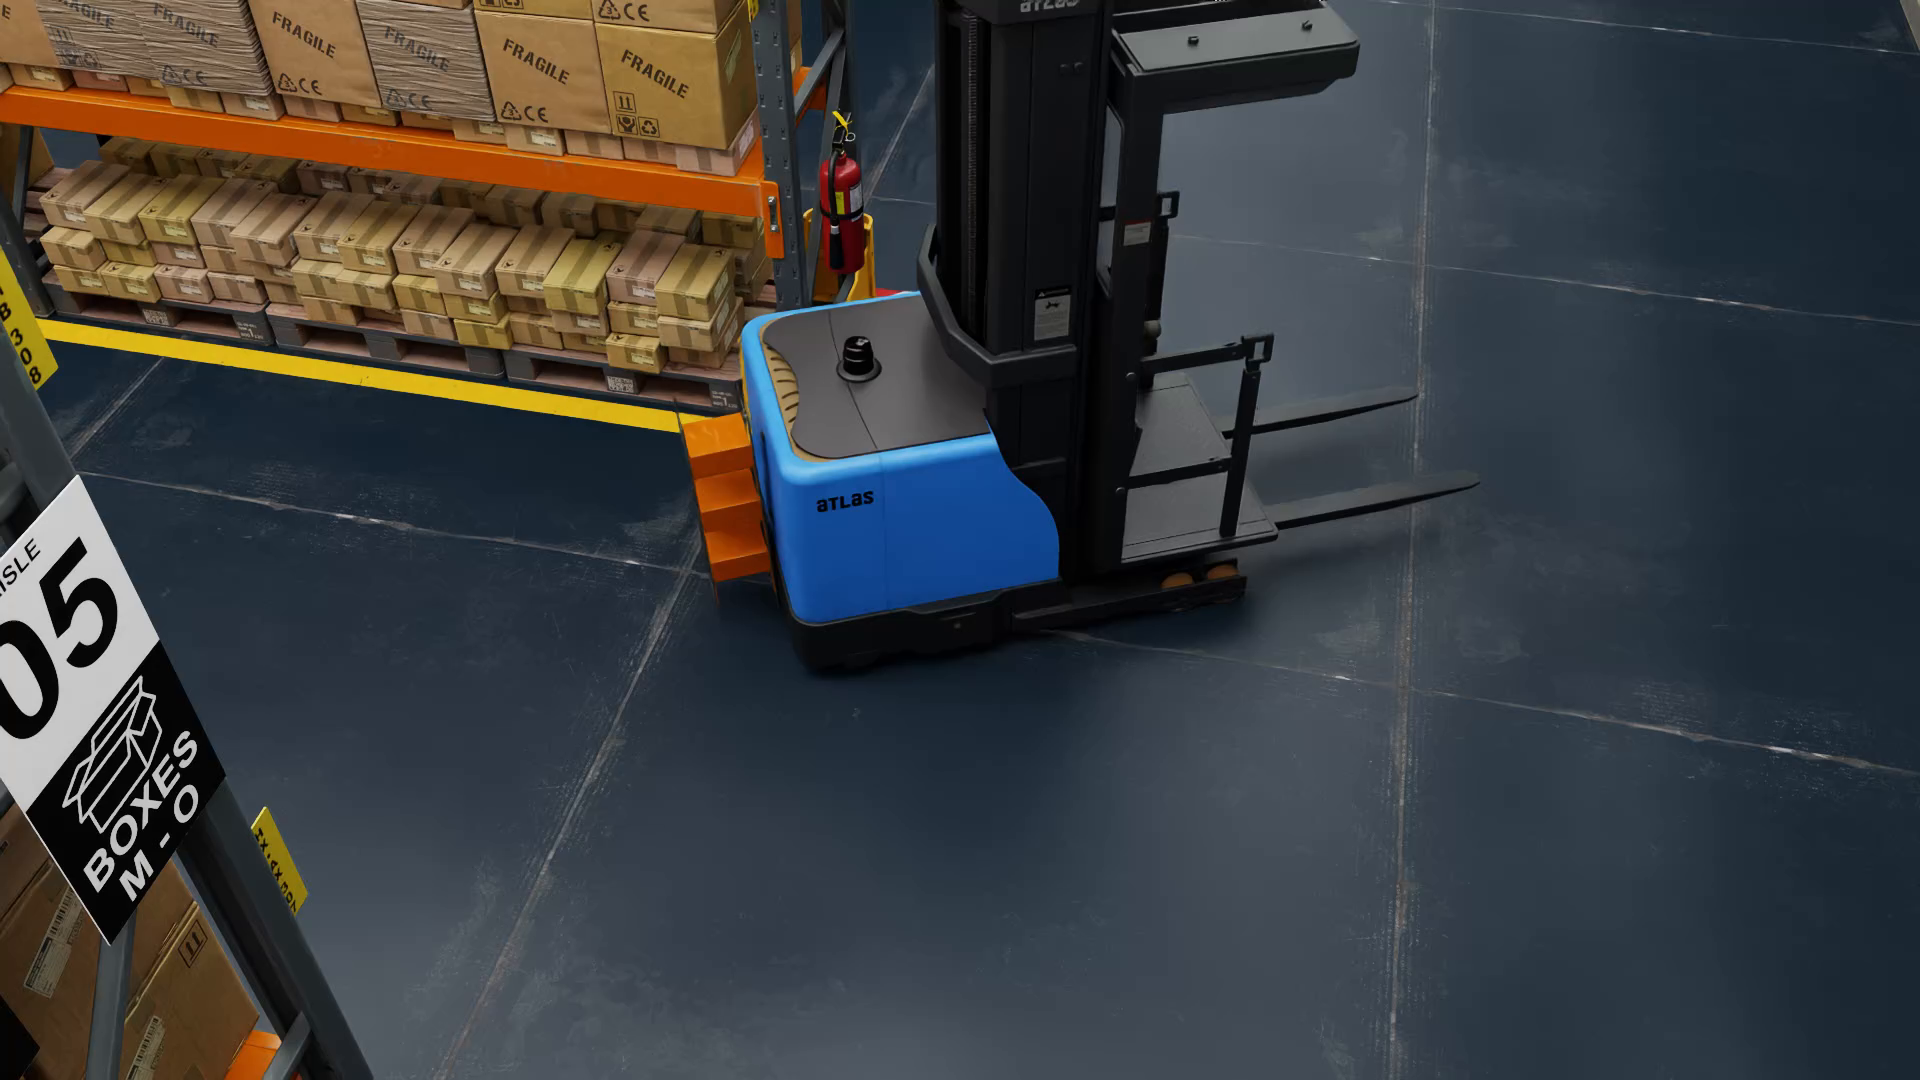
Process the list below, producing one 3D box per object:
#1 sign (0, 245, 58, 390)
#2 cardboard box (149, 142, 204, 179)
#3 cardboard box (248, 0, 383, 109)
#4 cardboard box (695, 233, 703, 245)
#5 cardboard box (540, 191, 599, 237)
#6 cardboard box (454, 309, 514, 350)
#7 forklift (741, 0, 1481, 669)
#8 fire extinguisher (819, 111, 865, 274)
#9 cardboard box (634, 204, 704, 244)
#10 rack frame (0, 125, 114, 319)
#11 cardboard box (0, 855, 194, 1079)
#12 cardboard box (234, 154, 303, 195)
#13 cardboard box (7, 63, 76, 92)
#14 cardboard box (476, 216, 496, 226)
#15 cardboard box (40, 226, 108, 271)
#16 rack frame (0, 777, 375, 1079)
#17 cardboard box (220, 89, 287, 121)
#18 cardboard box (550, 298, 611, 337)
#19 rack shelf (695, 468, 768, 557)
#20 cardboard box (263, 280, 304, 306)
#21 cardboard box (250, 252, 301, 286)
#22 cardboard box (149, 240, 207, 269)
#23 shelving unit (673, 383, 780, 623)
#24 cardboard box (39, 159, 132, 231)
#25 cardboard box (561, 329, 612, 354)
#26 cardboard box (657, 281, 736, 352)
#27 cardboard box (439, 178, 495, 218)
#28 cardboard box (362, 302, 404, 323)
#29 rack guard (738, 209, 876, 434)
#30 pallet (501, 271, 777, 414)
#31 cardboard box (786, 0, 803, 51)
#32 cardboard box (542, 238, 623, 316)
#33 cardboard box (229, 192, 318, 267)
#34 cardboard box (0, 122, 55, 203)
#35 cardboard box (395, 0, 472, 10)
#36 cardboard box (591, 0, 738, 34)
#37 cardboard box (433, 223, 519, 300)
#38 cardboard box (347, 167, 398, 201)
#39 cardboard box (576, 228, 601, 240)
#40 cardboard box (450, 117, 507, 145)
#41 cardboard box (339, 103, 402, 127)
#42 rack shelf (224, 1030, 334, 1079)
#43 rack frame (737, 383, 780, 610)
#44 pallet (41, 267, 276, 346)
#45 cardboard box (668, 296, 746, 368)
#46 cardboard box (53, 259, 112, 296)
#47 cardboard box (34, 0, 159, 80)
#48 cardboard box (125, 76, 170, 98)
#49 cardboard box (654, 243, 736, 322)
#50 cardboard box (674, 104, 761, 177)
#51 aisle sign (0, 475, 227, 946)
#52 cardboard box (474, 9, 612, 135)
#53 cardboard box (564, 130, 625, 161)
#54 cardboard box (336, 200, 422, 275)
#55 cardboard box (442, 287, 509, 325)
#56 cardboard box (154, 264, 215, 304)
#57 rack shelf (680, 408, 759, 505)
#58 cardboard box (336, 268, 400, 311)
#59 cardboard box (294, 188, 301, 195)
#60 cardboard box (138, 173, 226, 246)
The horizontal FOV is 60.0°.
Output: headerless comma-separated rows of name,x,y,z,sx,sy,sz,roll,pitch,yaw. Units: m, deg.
sign,-1.490,-0.366,2.577,0.005,0.325,0.100,9,45,9
cardboard box,-3.876,-1.987,8.435,0.250,0.149,0.380,9,45,10
cardboard box,-2.612,-2.204,7.050,0.500,0.500,0.500,11,45,11
cardboard box,-1.345,-1.496,8.140,0.250,0.149,0.380,9,45,9
cardboard box,-1.845,-1.647,8.082,0.250,0.149,0.380,7,44,7
cardboard box,-2.212,-1.088,7.931,0.250,0.149,0.380,7,44,7
forklift,0.696,-1.103,6.243,3.031,2.935,1.130,-10,45,-11
fire extinguisher,-0.489,-1.420,6.847,0.183,0.674,0.296,9,45,9
cardboard box,-1.367,-1.540,7.971,0.250,0.149,0.380,10,45,10
rack frame,-4.538,-2.538,7.684,0.127,3.000,1.000,9,45,9
cardboard box,-2.023,0.771,3.453,0.500,0.500,0.500,8,44,8
cardboard box,-3.395,-1.862,8.305,0.250,0.149,0.380,10,45,10
cardboard box,-4.065,-2.194,7.508,0.250,0.149,0.380,10,45,10
cardboard box,-2.383,-1.575,8.222,0.250,0.149,0.380,11,45,11
cardboard box,-4.254,-1.498,8.142,0.250,0.149,0.380,11,45,11
rack frame,-1.617,1.433,3.558,0.127,3.000,1.000,9,45,9
cardboard box,-3.037,-2.017,7.323,0.250,0.149,0.380,11,45,11
cardboard box,-1.719,-1.128,7.757,0.250,0.149,0.380,7,44,7
rack shelf,-0.912,-0.117,6.584,0.240,0.259,0.215,-13,45,-10
cardboard box,-3.210,-1.325,8.177,0.250,0.149,0.380,7,44,7
cardboard box,-3.216,-1.407,8.048,0.250,0.149,0.380,11,45,11
cardboard box,-3.742,-1.508,8.152,0.250,0.149,0.380,9,45,9
shelving unit,-0.913,-0.125,6.576,0.252,1.050,0.215,-13,45,-10
cardboard box,-4.247,-1.684,8.121,0.250,0.149,0.380,11,45,11
cardboard box,-1.706,-1.064,7.905,0.250,0.149,0.380,9,45,9
cardboard box,-1.212,-1.050,7.677,0.250,0.149,0.380,8,44,8
cardboard box,-2.360,-1.766,8.206,0.250,0.149,0.380,9,45,10
cardboard box,-2.705,-1.233,8.080,0.250,0.149,0.380,10,45,10
rack guard,-0.709,-1.043,7.933,0.348,0.500,1.175,9,45,9
pallet,-1.494,-1.086,8.186,1.213,0.211,1.003,9,45,9
cardboard box,-1.012,-2.330,7.182,0.500,0.500,0.500,11,45,11
cardboard box,-1.720,-1.210,7.628,0.250,0.149,0.380,8,44,8
cardboard box,-3.244,-1.479,7.908,0.250,0.149,0.380,10,45,10
cardboard box,-5.201,-2.080,8.708,0.500,0.500,0.500,10,45,11
cardboard box,-2.139,-2.486,6.622,0.500,0.500,0.500,11,45,11
cardboard box,-1.135,-2.337,6.467,0.500,0.500,0.500,8,44,8
cardboard box,-2.233,-1.295,7.716,0.250,0.149,0.380,10,45,11
cardboard box,-2.845,-1.851,8.294,0.250,0.149,0.380,7,44,8
cardboard box,-1.829,-1.586,8.233,0.250,0.149,0.380,10,45,10
cardboard box,-2.002,-1.873,7.174,0.250,0.149,0.380,7,44,7
cardboard box,-2.515,-1.984,7.289,0.250,0.149,0.380,10,45,10
rack shelf,-3.568,1.389,4.122,4.000,0.370,1.077,9,45,9
rack frame,-0.796,-0.151,6.597,0.008,1.050,0.200,-13,45,-10
pallet,-3.875,-1.456,8.570,1.213,0.211,1.003,9,45,9
cardboard box,-1.194,-0.995,7.834,0.250,0.149,0.380,10,45,10
cardboard box,-4.253,-1.390,8.244,0.250,0.149,0.380,7,44,7
cardboard box,-3.625,-2.366,7.218,0.500,0.500,0.500,9,45,9
cardboard box,-3.529,-2.144,7.456,0.250,0.149,0.380,7,44,7
cardboard box,-1.206,-1.179,7.596,0.250,0.149,0.380,9,45,10
cardboard box,-1.014,-1.700,6.994,0.250,0.149,0.380,9,45,9
aisle sign,-1.483,0.311,2.849,0.004,0.787,0.394,9,45,9
cardboard box,-1.631,-2.051,6.891,0.500,0.500,0.500,8,45,8
cardboard box,-1.497,-1.791,7.089,0.250,0.149,0.380,8,45,9
cardboard box,-2.728,-1.430,7.857,0.250,0.149,0.380,9,45,9
cardboard box,-2.227,-1.198,7.830,0.250,0.149,0.380,9,45,10
cardboard box,-3.739,-1.347,8.199,0.250,0.149,0.380,9,45,9
rack shelf,-0.923,-0.320,6.385,0.240,0.259,0.215,-13,45,-10
cardboard box,-2.748,-1.272,7.907,0.250,0.149,0.380,9,45,9
cardboard box,-3.406,-1.771,8.426,0.250,0.149,0.380,9,45,9
cardboard box,-3.734,-1.597,8.030,0.250,0.149,0.380,8,45,8
